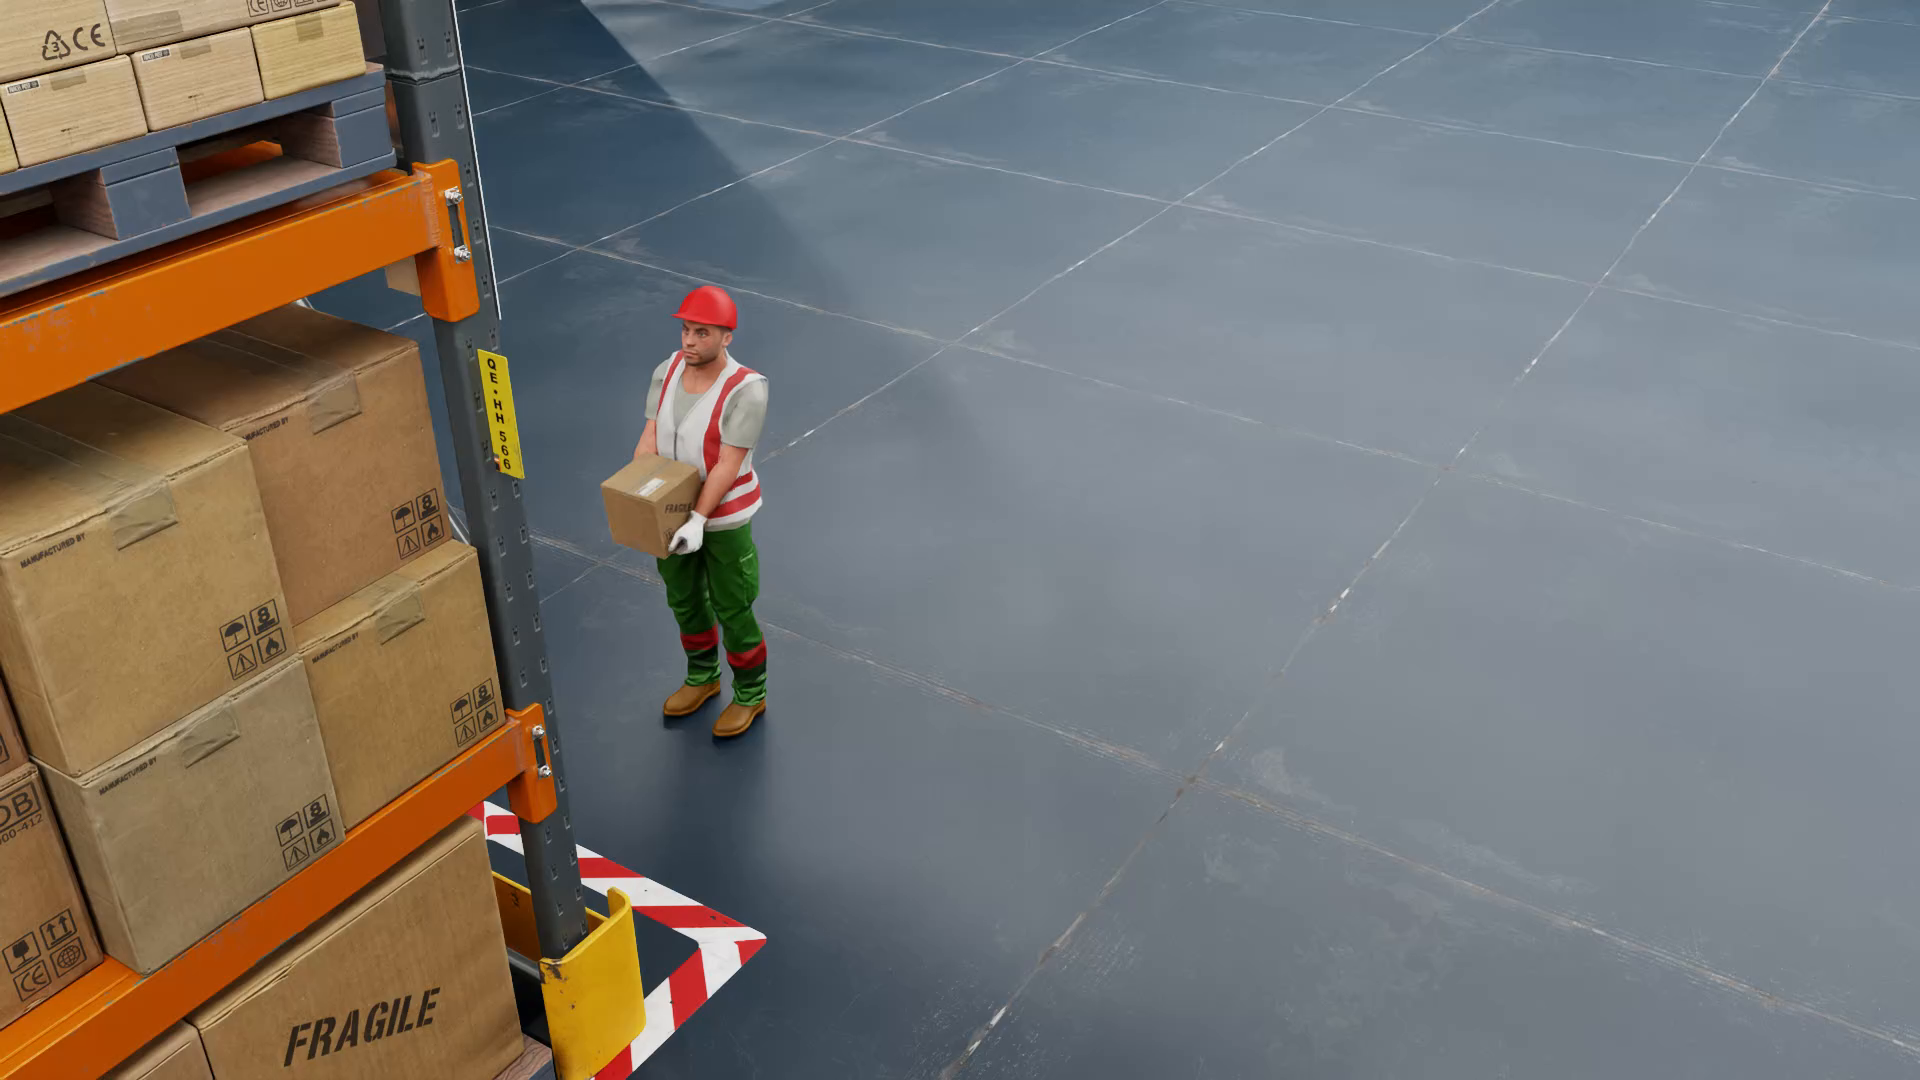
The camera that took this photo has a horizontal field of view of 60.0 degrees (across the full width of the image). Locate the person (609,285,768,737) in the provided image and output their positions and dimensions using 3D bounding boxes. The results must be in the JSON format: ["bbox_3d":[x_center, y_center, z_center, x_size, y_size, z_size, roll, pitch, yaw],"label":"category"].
[{"bbox_3d":[-0.993,-0.054,6.204,0.497,1.785,0.561,18,34,27],"label":"person"}]
